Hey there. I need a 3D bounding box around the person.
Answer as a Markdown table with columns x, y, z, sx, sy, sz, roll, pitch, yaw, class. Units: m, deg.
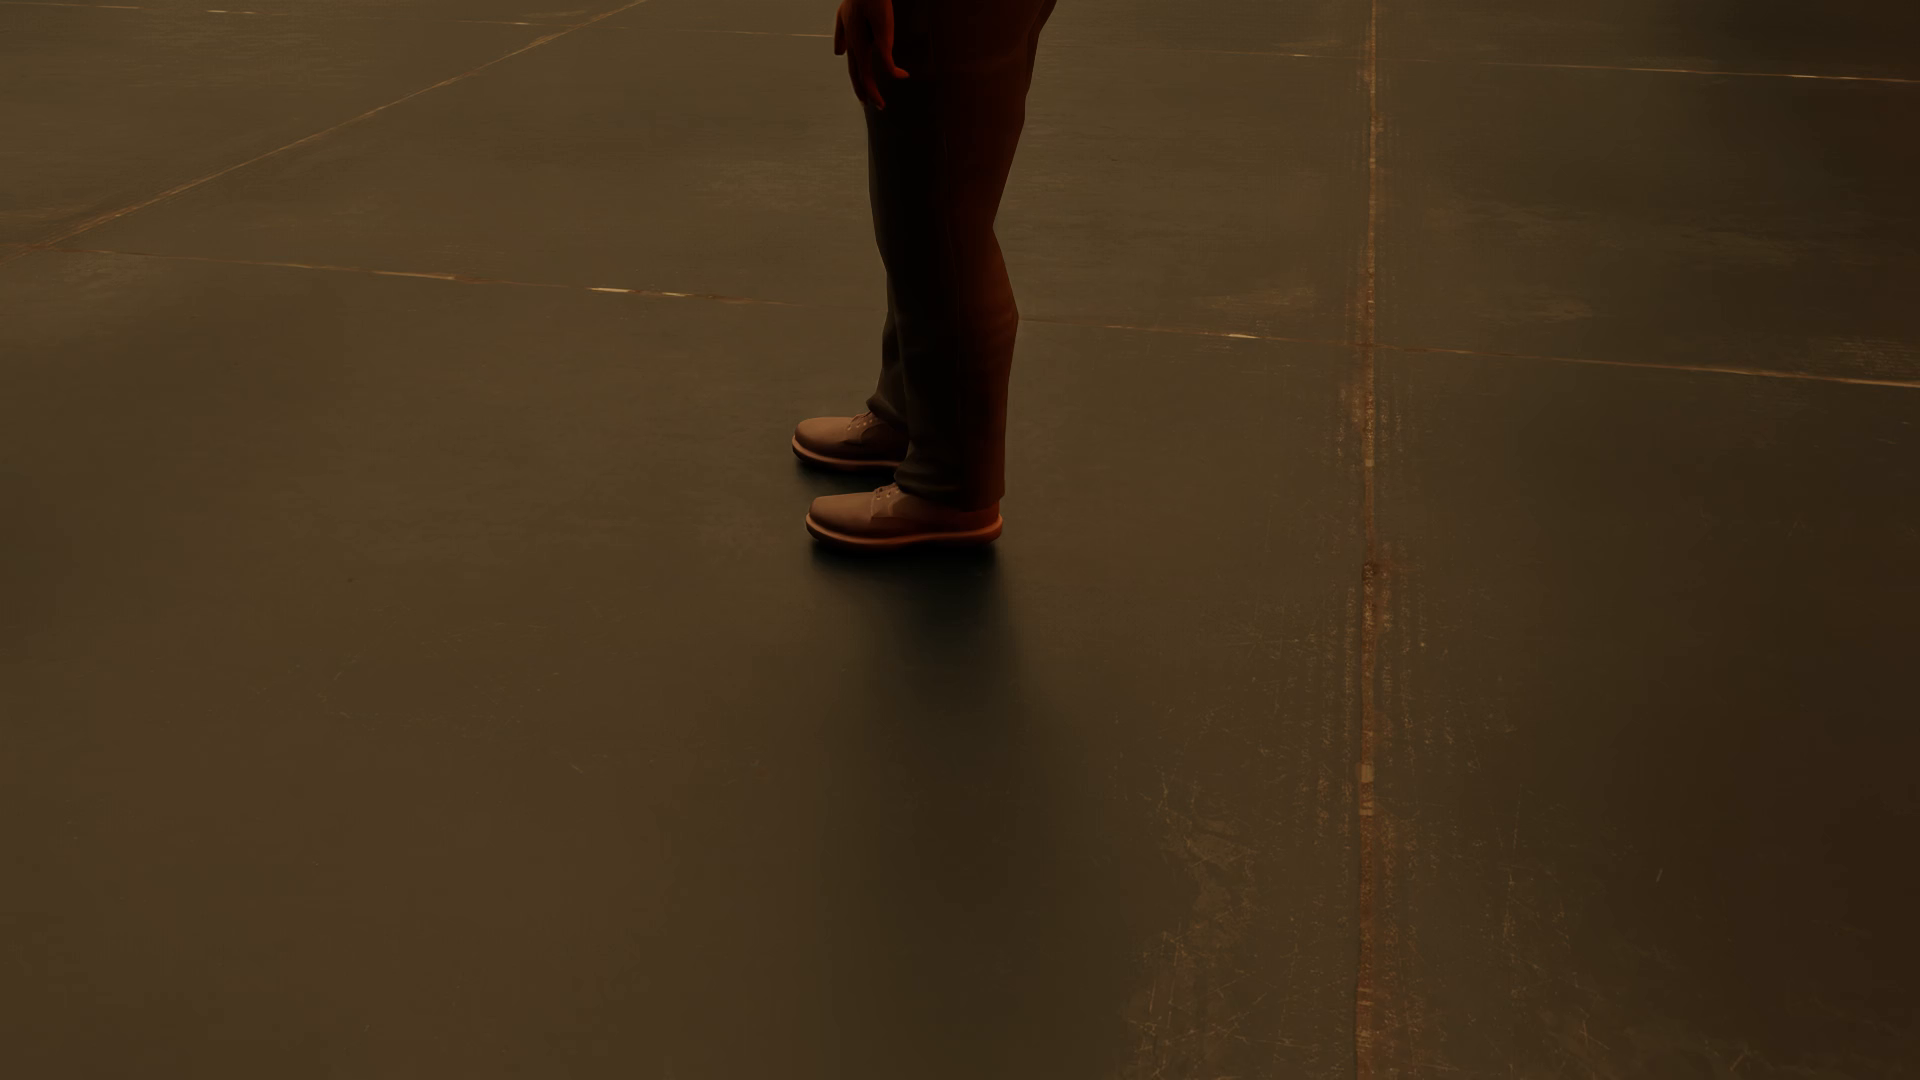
| x | y | z | sx | sy | sz | roll | pitch | yaw | class |
| --- | --- | --- | --- | --- | --- | --- | --- | --- | --- |
| -0.081 | -0.762 | 2.159 | 0.504 | 1.654 | 0.569 | 6 | 27 | 11 | person |
